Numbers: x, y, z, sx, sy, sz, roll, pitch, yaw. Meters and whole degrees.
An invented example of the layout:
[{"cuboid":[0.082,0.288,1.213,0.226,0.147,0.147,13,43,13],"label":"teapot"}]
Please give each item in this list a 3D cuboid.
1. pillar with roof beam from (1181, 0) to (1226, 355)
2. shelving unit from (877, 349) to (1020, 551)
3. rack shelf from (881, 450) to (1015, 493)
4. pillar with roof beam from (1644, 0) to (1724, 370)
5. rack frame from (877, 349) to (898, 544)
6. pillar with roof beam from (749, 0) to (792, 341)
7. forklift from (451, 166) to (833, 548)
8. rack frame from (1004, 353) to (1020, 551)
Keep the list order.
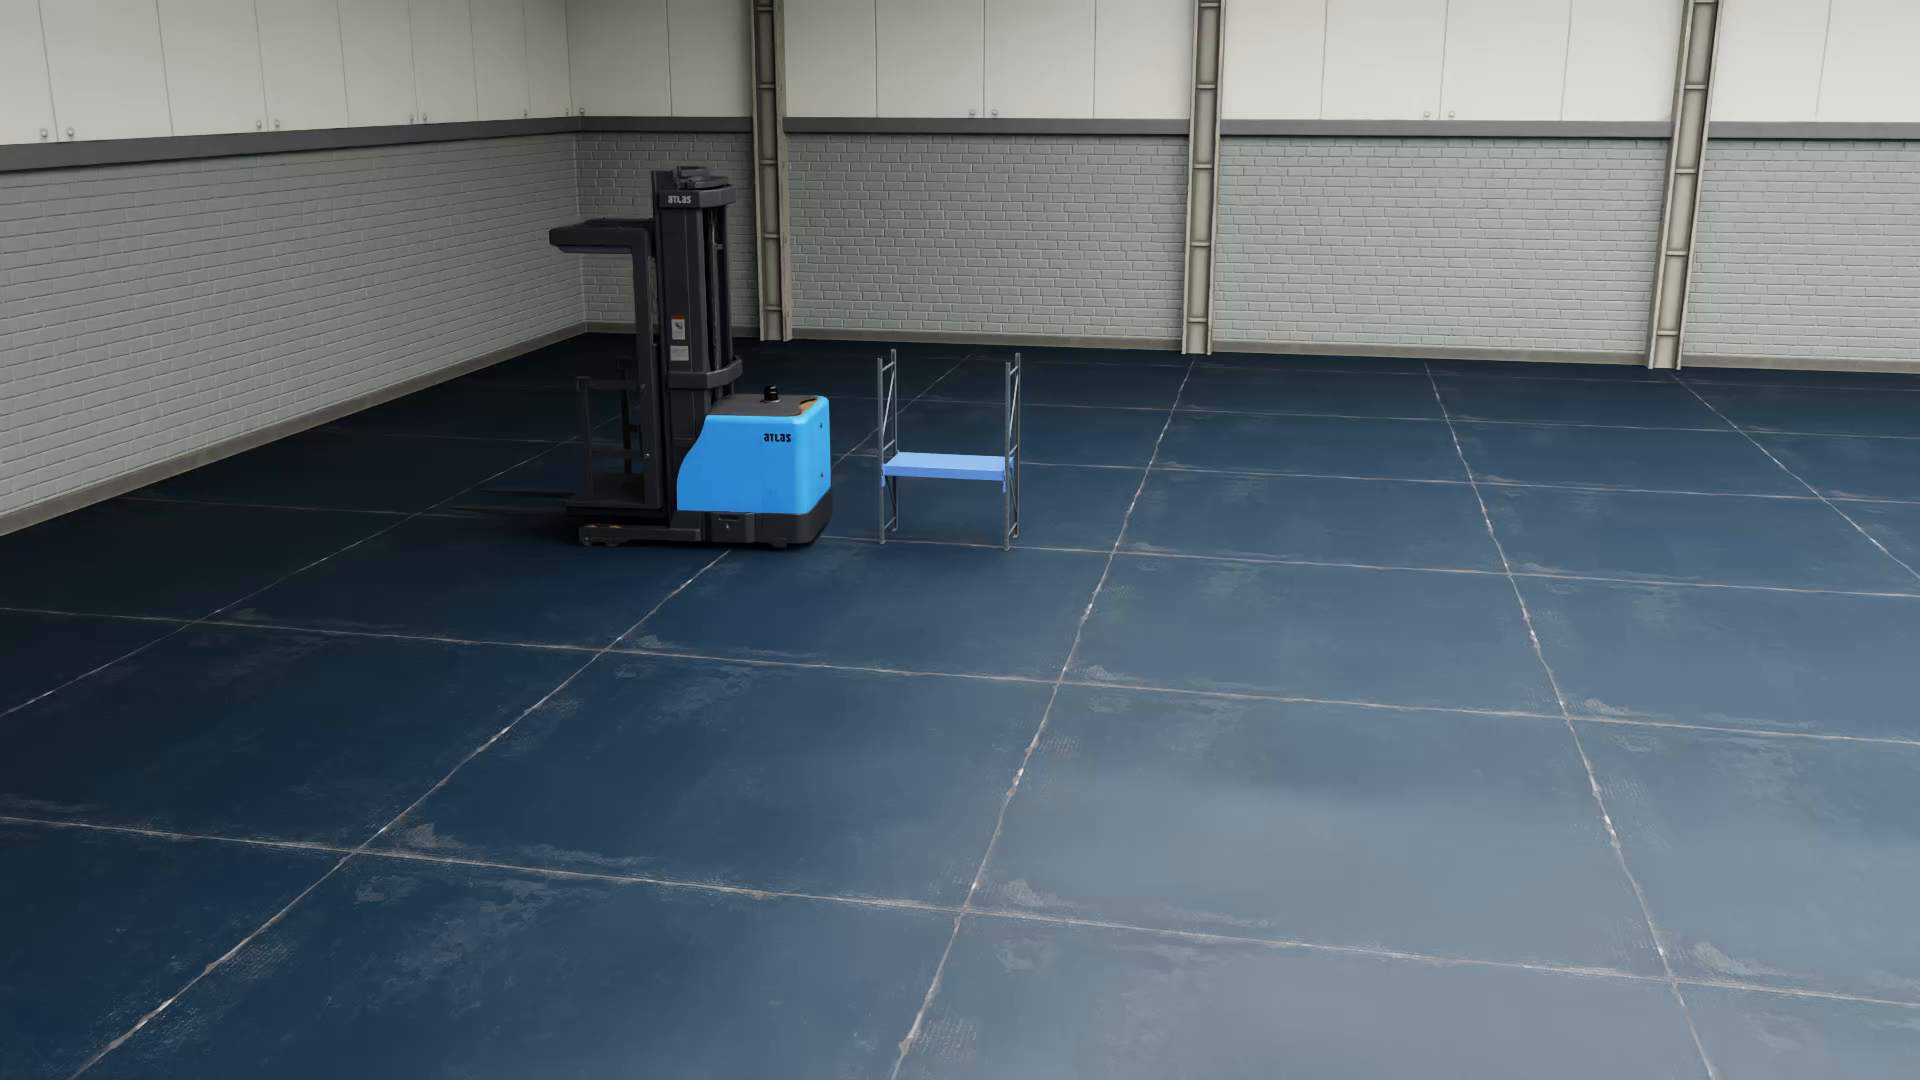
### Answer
[{"cuboid":[2.382,-5.776,17.486,0.400,9.000,9.100,3,16,11],"label":"pillar with roof beam"},{"cuboid":[-0.084,-0.727,13.308,1.048,1.500,0.538,3,16,11],"label":"shelving unit"},{"cuboid":[-0.084,-0.554,13.356,1.000,0.185,0.538,3,16,11],"label":"rack shelf"},{"cuboid":[8.262,-5.457,16.334,0.400,9.000,9.100,3,16,11],"label":"pillar with roof beam"},{"cuboid":[-0.582,-0.754,13.406,0.032,1.500,0.500,3,16,11],"label":"rack frame"},{"cuboid":[-3.498,-6.095,18.638,0.400,9.000,9.100,3,16,11],"label":"pillar with roof beam"},{"cuboid":[-2.627,-1.499,13.414,3.031,2.935,1.130,2,16,7],"label":"forklift"},{"cuboid":[0.415,-0.700,13.211,0.032,1.500,0.500,3,16,11],"label":"rack frame"}]
